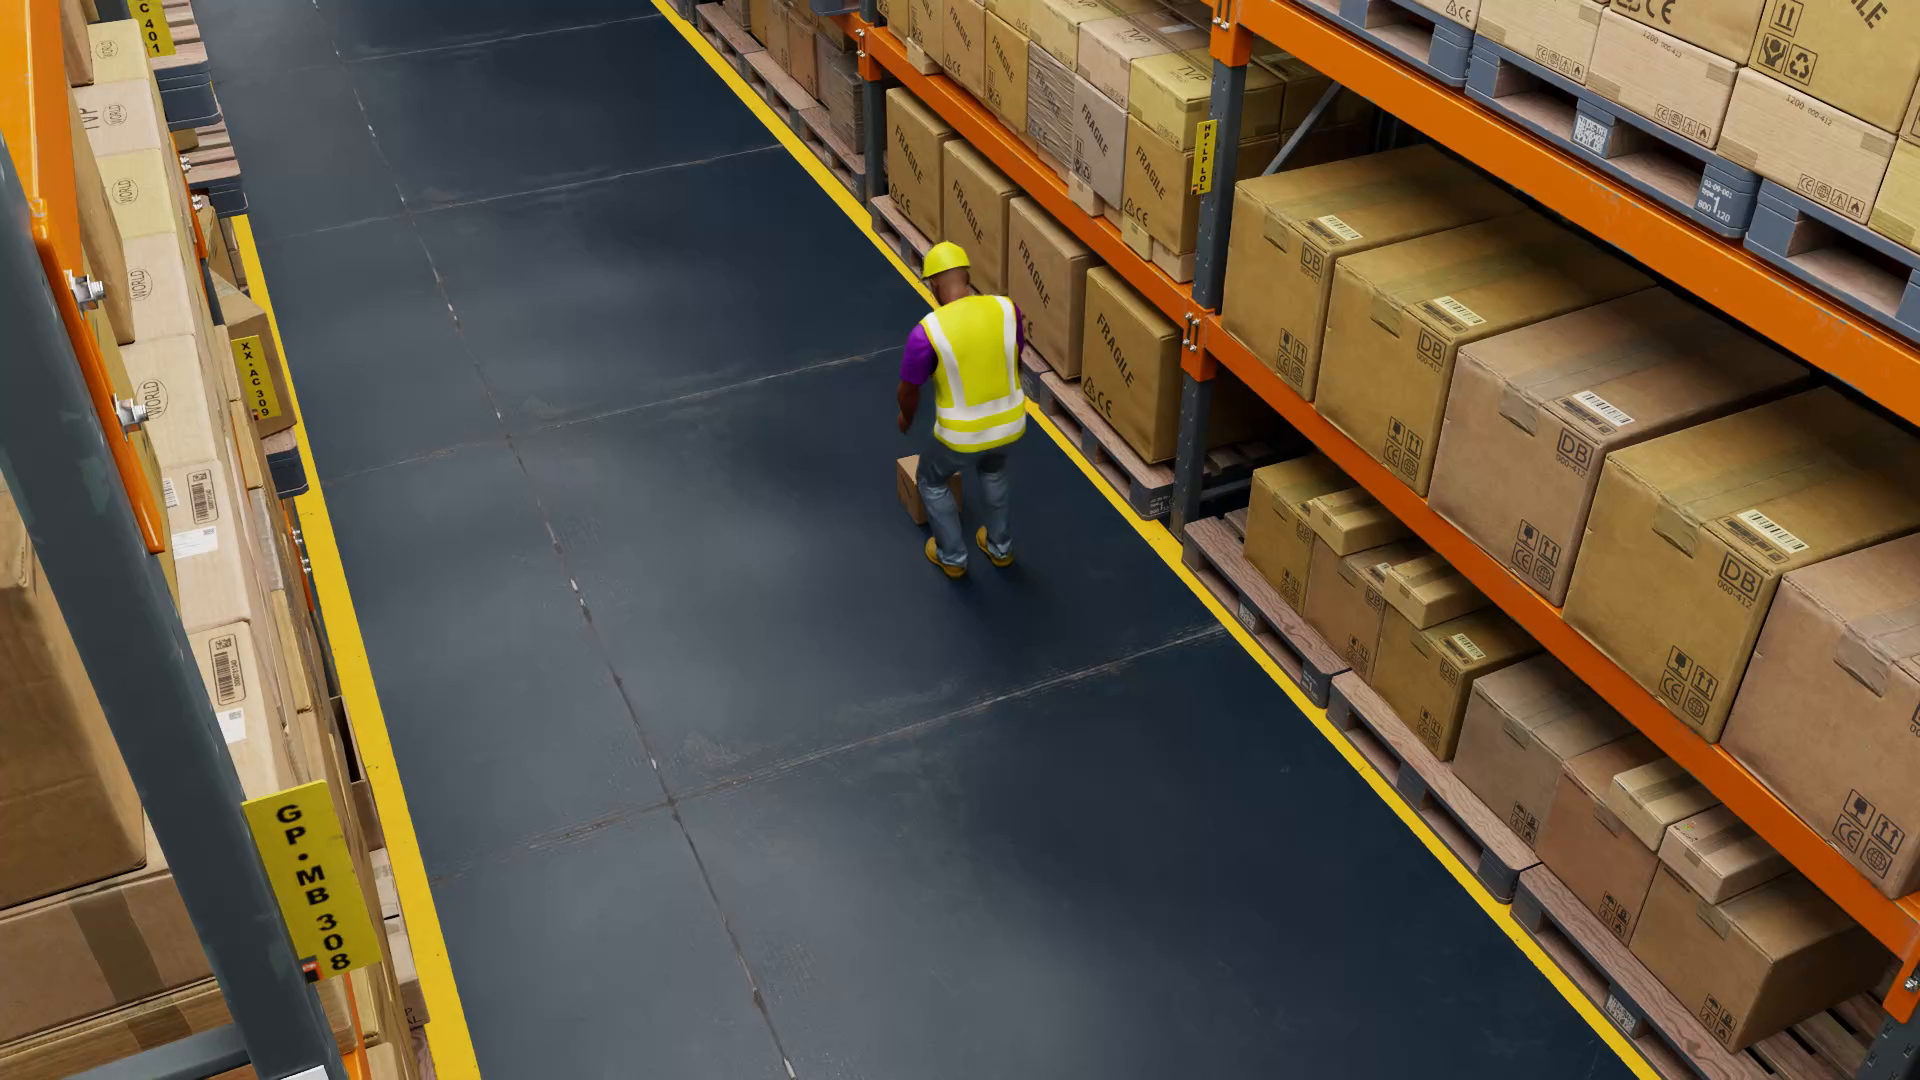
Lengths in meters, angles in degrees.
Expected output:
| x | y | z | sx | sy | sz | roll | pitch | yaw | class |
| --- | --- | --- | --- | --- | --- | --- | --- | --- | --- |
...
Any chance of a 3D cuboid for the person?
| x | y | z | sx | sy | sz | roll | pitch | yaw | class |
| --- | --- | --- | --- | --- | --- | --- | --- | --- | --- |
| 0.009 | -0.569 | 7.702 | 0.613 | 1.633 | 0.576 | -15 | 40 | -19 | person |
